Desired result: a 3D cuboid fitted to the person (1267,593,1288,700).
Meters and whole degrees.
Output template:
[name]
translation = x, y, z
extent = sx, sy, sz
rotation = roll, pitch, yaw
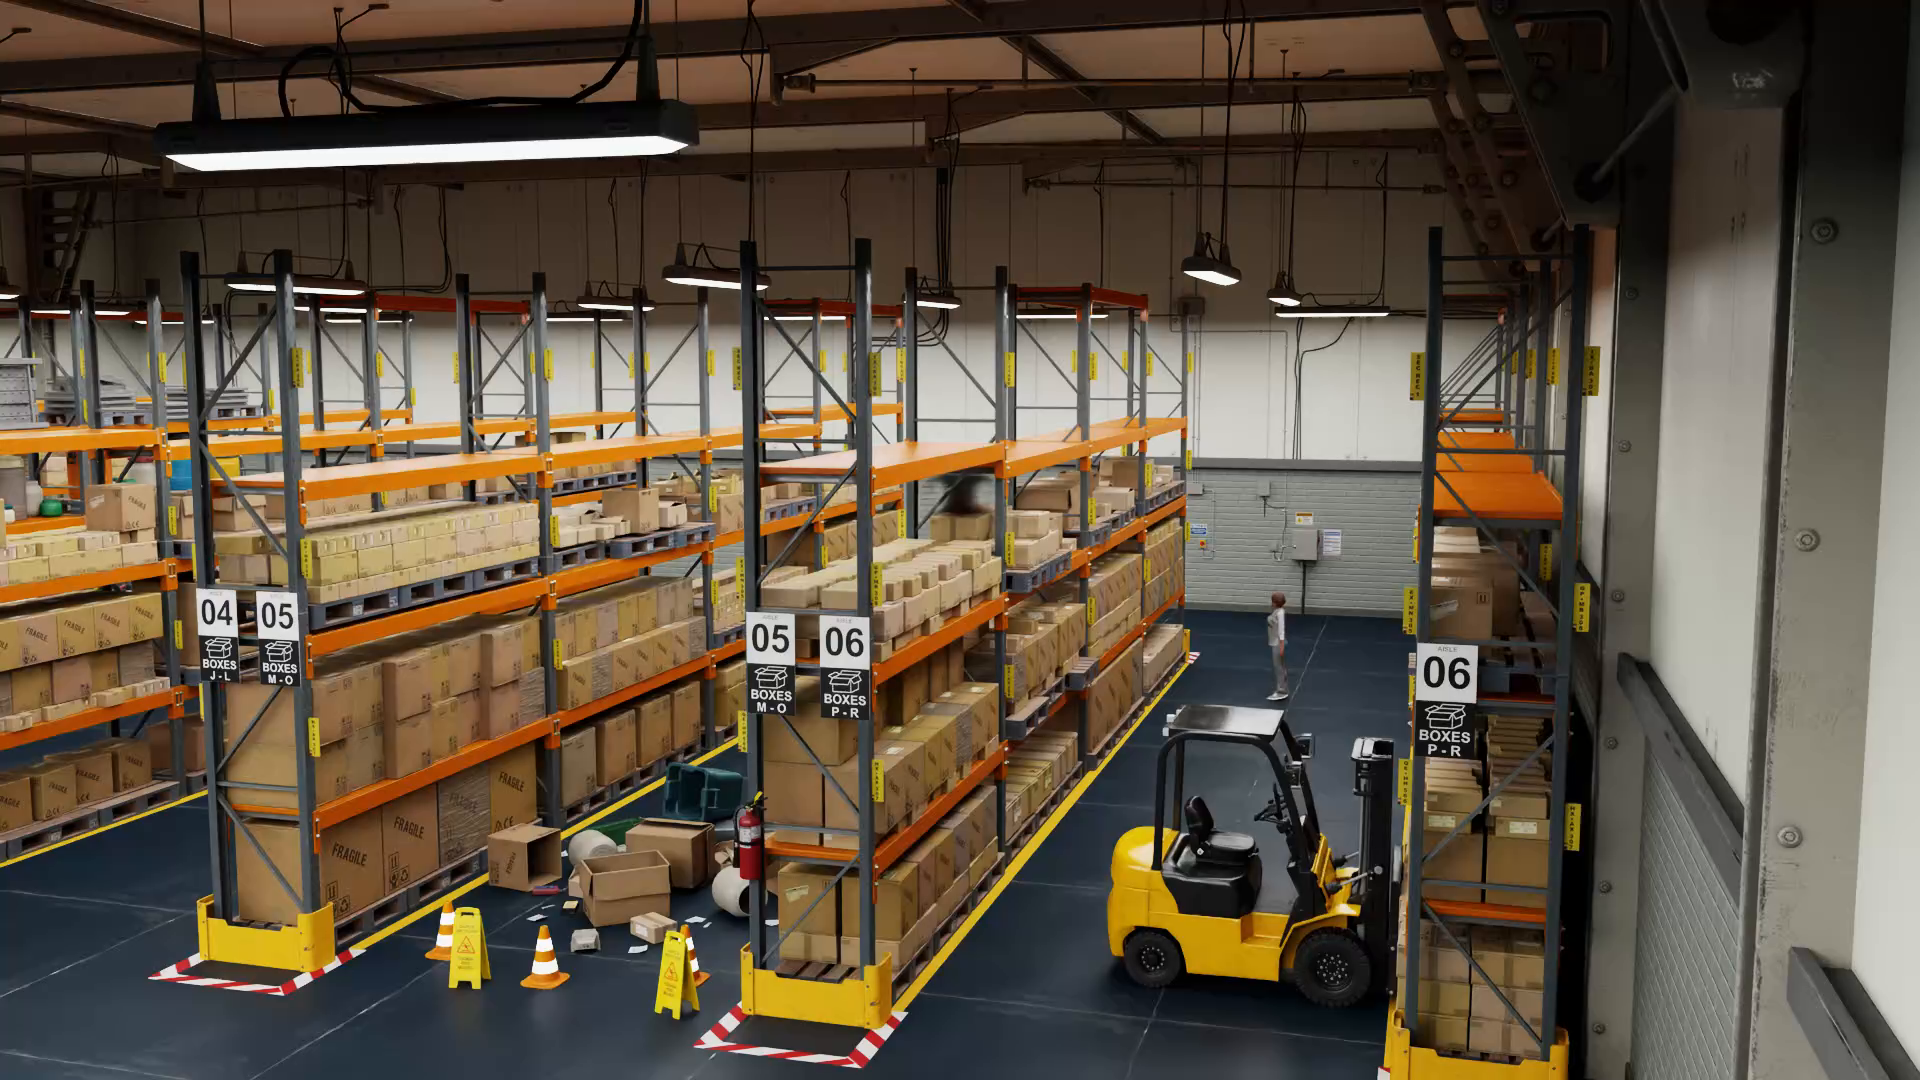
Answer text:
[person]
translation = 4.768, 1.600, 24.926
extent = 0.335, 1.573, 0.490
rotation = 1, 6, 9
